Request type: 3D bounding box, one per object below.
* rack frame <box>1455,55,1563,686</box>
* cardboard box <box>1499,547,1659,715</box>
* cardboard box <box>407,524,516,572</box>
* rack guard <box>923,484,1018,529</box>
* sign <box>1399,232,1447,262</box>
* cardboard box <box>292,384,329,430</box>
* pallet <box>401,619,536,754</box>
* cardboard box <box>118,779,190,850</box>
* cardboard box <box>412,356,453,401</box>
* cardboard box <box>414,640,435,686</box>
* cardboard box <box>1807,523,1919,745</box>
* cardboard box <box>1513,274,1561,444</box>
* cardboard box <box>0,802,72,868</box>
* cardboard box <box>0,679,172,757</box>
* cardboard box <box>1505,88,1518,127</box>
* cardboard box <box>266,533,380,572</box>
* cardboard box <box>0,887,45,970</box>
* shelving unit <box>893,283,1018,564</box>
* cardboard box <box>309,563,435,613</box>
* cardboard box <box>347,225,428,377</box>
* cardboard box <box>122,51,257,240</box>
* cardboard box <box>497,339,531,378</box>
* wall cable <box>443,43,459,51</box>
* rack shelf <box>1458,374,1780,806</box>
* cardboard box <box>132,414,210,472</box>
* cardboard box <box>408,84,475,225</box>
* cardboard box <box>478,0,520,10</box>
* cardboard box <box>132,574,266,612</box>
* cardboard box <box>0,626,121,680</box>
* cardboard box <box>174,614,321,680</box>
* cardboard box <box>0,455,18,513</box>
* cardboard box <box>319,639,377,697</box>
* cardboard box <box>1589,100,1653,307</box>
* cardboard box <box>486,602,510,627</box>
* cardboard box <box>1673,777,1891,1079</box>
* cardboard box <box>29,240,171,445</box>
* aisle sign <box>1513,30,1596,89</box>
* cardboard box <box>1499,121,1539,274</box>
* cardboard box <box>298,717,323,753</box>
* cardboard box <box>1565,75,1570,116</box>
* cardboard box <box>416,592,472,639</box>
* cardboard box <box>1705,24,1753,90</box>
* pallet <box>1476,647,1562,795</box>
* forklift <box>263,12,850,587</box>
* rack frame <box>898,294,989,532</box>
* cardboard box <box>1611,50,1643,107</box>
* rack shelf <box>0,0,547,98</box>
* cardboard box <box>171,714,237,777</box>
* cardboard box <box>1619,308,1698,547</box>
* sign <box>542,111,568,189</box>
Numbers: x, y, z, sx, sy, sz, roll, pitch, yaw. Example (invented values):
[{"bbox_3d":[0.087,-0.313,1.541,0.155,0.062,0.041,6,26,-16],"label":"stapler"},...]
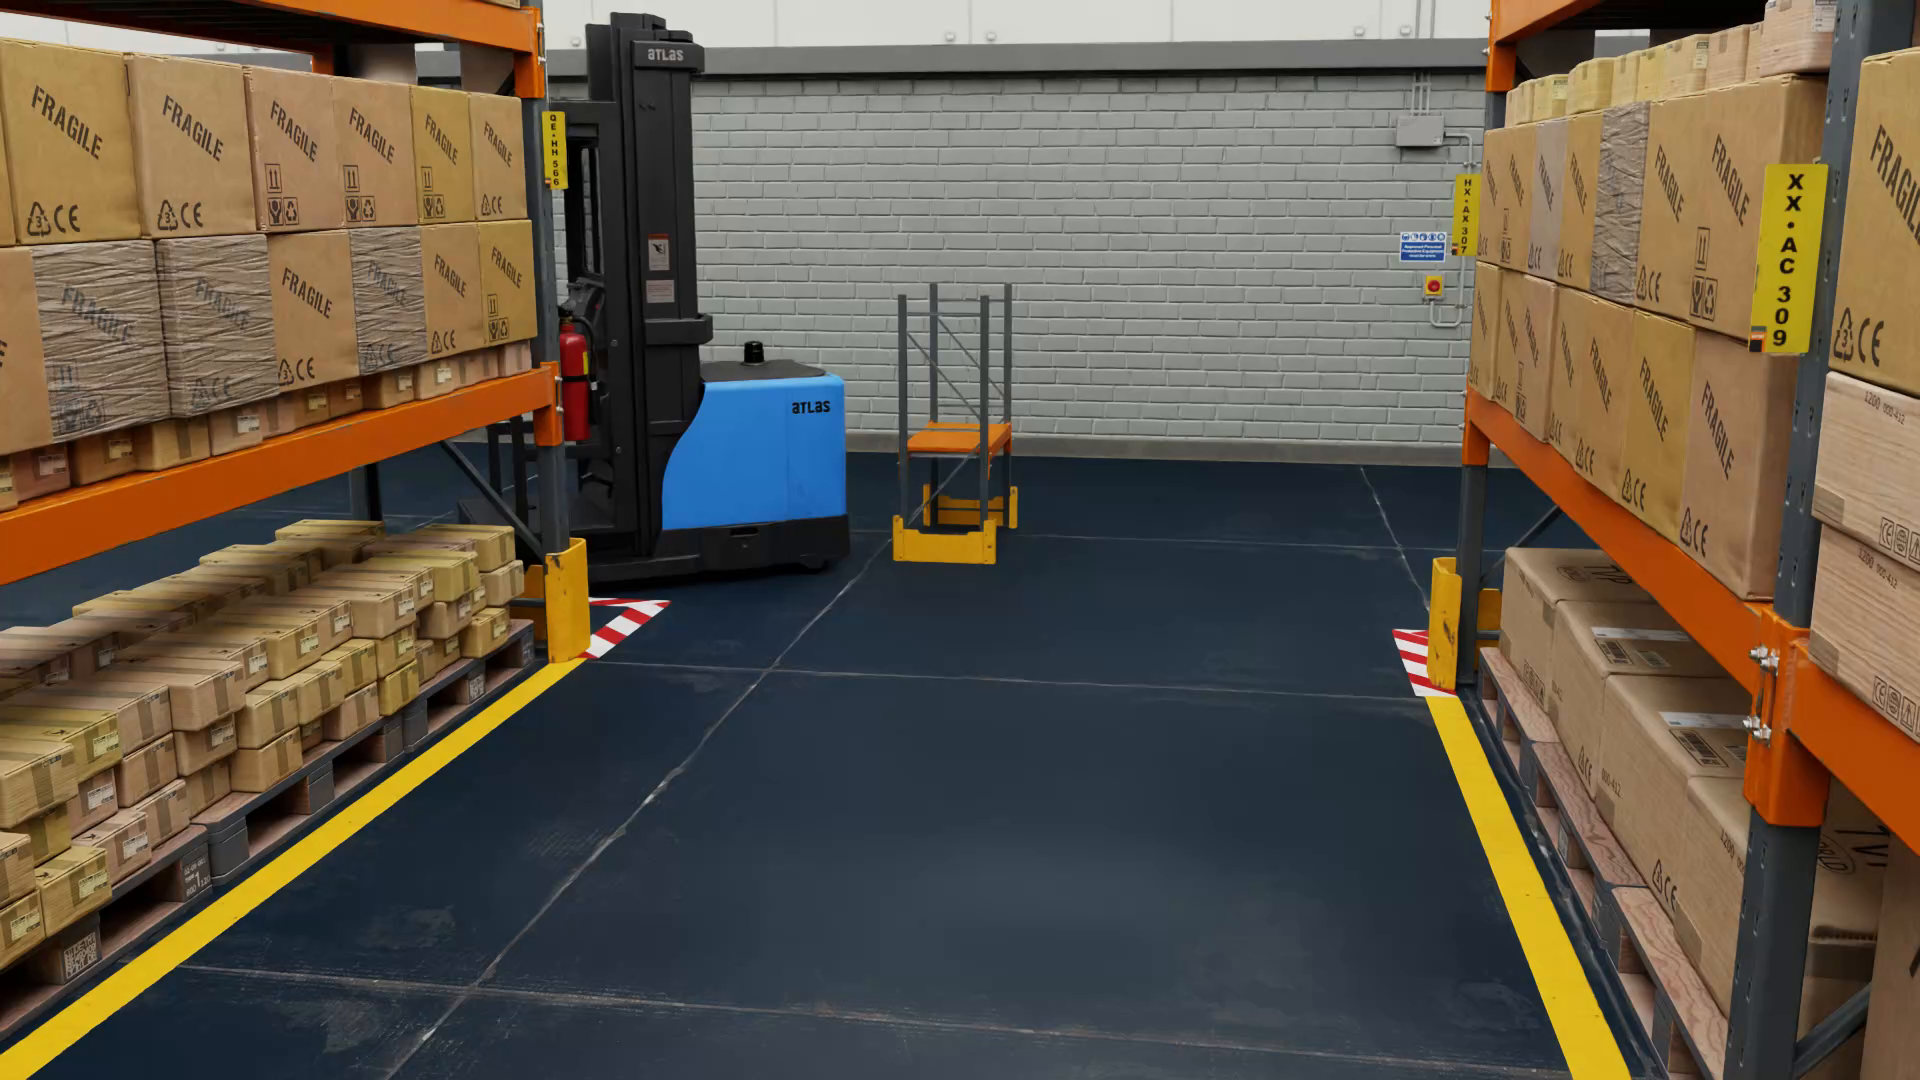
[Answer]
[{"bbox_3d":[2.613,-0.845,6.792,1.000,3.000,0.127,2,12,9],"label":"rack frame"},{"bbox_3d":[2.610,0.343,6.366,0.875,0.438,0.875,1,12,7],"label":"cardboard box"},{"bbox_3d":[-2.125,0.032,7.083,0.380,0.149,0.250,2,12,9],"label":"cardboard box"},{"bbox_3d":[0.065,-0.210,10.374,0.587,0.250,0.087,2,12,9],"label":"rack guard"},{"bbox_3d":[3.418,-2.166,12.280,0.327,0.218,0.001,2,12,9],"label":"sign"},{"bbox_3d":[-2.375,-0.463,5.618,0.380,0.149,0.250,2,12,10],"label":"cardboard box"},{"bbox_3d":[-2.466,0.563,6.880,1.003,0.211,1.213,2,12,9],"label":"pallet"},{"bbox_3d":[-2.518,0.808,4.892,0.380,0.149,0.250,2,12,7],"label":"cardboard box"},{"bbox_3d":[-2.180,-0.627,6.379,0.380,0.149,0.250,2,12,10],"label":"cardboard box"},{"bbox_3d":[-2.259,0.482,6.409,0.380,0.149,0.250,2,12,9],"label":"cardboard box"},{"bbox_3d":[1.669,0.144,2.559,0.500,0.250,0.500,2,12,7],"label":"cardboard box"},{"bbox_3d":[2.109,-0.591,5.380,0.500,0.500,0.500,2,12,8],"label":"cardboard box"},{"bbox_3d":[-2.587,0.771,4.360,0.380,0.149,0.250,2,12,9],"label":"cardboard box"},{"bbox_3d":[-2.543,0.517,4.834,0.380,0.149,0.250,2,12,7],"label":"cardboard box"},{"bbox_3d":[2.284,-1.634,6.307,0.380,0.149,0.250,2,12,10],"label":"cardboard box"},{"bbox_3d":[-2.634,0.073,6.893,0.380,0.149,0.250,2,12,10],"label":"cardboard box"},{"bbox_3d":[-2.536,0.972,4.135,0.380,0.149,0.250,1,12,6],"label":"cardboard box"},{"bbox_3d":[-0.012,-0.717,9.762,0.587,1.500,1.083,2,12,9],"label":"shelving unit"},{"bbox_3d":[-2.237,0.192,6.339,0.380,0.149,0.250,1,12,6],"label":"cardboard box"},{"bbox_3d":[-2.262,-0.863,5.936,0.500,0.500,0.500,2,12,9],"label":"cardboard box"},{"bbox_3d":[-2.426,-1.133,4.812,0.500,0.500,0.500,2,12,10],"label":"cardboard box"},{"bbox_3d":[-2.065,-0.784,7.108,0.380,0.149,0.250,2,12,9],"label":"cardboard box"},{"bbox_3d":[-2.904,-6.736,12.255,2.277,5.999,0.120,2,12,9],"label":"wall cable"},{"bbox_3d":[2.305,-0.077,4.936,1.077,0.370,4.000,2,12,9],"label":"rack shelf"},{"bbox_3d":[-2.436,-0.297,4.848,0.380,0.149,0.250,2,12,10],"label":"cardboard box"},{"bbox_3d":[-2.197,-1.458,6.323,0.500,0.500,0.500,1,12,7],"label":"cardboard box"},{"bbox_3d":[-2.103,-2.274,6.660,0.500,0.250,0.500,2,12,7],"label":"cardboard box"},{"bbox_3d":[-2.808,0.233,6.150,0.380,0.149,0.250,2,12,11],"label":"cardboard box"},{"bbox_3d":[-2.984,0.390,5.422,0.380,0.149,0.250,1,12,7],"label":"cardboard box"},{"bbox_3d":[-2.386,0.357,5.576,0.380,0.149,0.250,2,12,9],"label":"cardboard box"},{"bbox_3d":[-2.576,-0.133,4.087,0.380,0.149,0.250,2,12,10],"label":"cardboard box"},{"bbox_3d":[-2.296,0.447,5.862,0.380,0.149,0.250,3,12,11],"label":"cardboard box"},{"bbox_3d":[1.952,-0.868,4.292,0.500,0.500,0.500,2,12,9],"label":"cardboard box"},{"bbox_3d":[-2.169,0.321,7.155,0.380,0.149,0.250,2,12,10],"label":"cardboard box"},{"bbox_3d":[2.200,0.908,3.745,0.875,0.438,0.875,2,12,8],"label":"cardboard box"},{"bbox_3d":[-2.515,-0.544,4.453,0.500,0.500,0.500,2,12,9],"label":"cardboard box"},{"bbox_3d":[2.337,-2.140,6.632,0.394,0.787,0.004,2,12,9],"label":"aisle sign"},{"bbox_3d":[2.185,-1.184,5.756,0.500,0.500,0.500,2,12,7],"label":"cardboard box"},{"bbox_3d":[-2.412,0.643,5.659,0.380,0.149,0.250,2,12,10],"label":"cardboard box"},{"bbox_3d":[2.150,-1.415,5.291,0.380,0.149,0.250,2,12,9],"label":"cardboard box"},{"bbox_3d":[-2.172,0.286,6.609,0.380,0.149,0.250,1,12,6],"label":"cardboard box"},{"bbox_3d":[1.947,-1.097,3.815,0.380,0.149,0.250,2,12,8],"label":"cardboard box"},{"bbox_3d":[2.567,0.688,6.302,1.003,0.211,1.213,2,12,9],"label":"pallet"},{"bbox_3d":[-2.181,-1.244,8.807,3.031,2.935,1.130,-5,13,-22],"label":"forklift"},{"bbox_3d":[-0.091,-0.610,9.262,0.500,1.500,0.032,2,12,9],"label":"rack frame"},{"bbox_3d":[2.012,-1.257,4.555,0.380,0.149,0.250,2,12,9],"label":"cardboard box"},{"bbox_3d":[-2.602,-1.682,5.267,1.077,0.370,4.000,2,12,9],"label":"rack shelf"},{"bbox_3d":[-2.475,0.607,5.123,0.380,0.149,0.250,2,12,11],"label":"cardboard box"},{"bbox_3d":[1.890,-0.273,3.902,0.500,0.500,0.500,2,12,7],"label":"cardboard box"},{"bbox_3d":[-1.749,-1.682,7.181,0.100,0.325,0.005,2,12,9],"label":"sign"}]
